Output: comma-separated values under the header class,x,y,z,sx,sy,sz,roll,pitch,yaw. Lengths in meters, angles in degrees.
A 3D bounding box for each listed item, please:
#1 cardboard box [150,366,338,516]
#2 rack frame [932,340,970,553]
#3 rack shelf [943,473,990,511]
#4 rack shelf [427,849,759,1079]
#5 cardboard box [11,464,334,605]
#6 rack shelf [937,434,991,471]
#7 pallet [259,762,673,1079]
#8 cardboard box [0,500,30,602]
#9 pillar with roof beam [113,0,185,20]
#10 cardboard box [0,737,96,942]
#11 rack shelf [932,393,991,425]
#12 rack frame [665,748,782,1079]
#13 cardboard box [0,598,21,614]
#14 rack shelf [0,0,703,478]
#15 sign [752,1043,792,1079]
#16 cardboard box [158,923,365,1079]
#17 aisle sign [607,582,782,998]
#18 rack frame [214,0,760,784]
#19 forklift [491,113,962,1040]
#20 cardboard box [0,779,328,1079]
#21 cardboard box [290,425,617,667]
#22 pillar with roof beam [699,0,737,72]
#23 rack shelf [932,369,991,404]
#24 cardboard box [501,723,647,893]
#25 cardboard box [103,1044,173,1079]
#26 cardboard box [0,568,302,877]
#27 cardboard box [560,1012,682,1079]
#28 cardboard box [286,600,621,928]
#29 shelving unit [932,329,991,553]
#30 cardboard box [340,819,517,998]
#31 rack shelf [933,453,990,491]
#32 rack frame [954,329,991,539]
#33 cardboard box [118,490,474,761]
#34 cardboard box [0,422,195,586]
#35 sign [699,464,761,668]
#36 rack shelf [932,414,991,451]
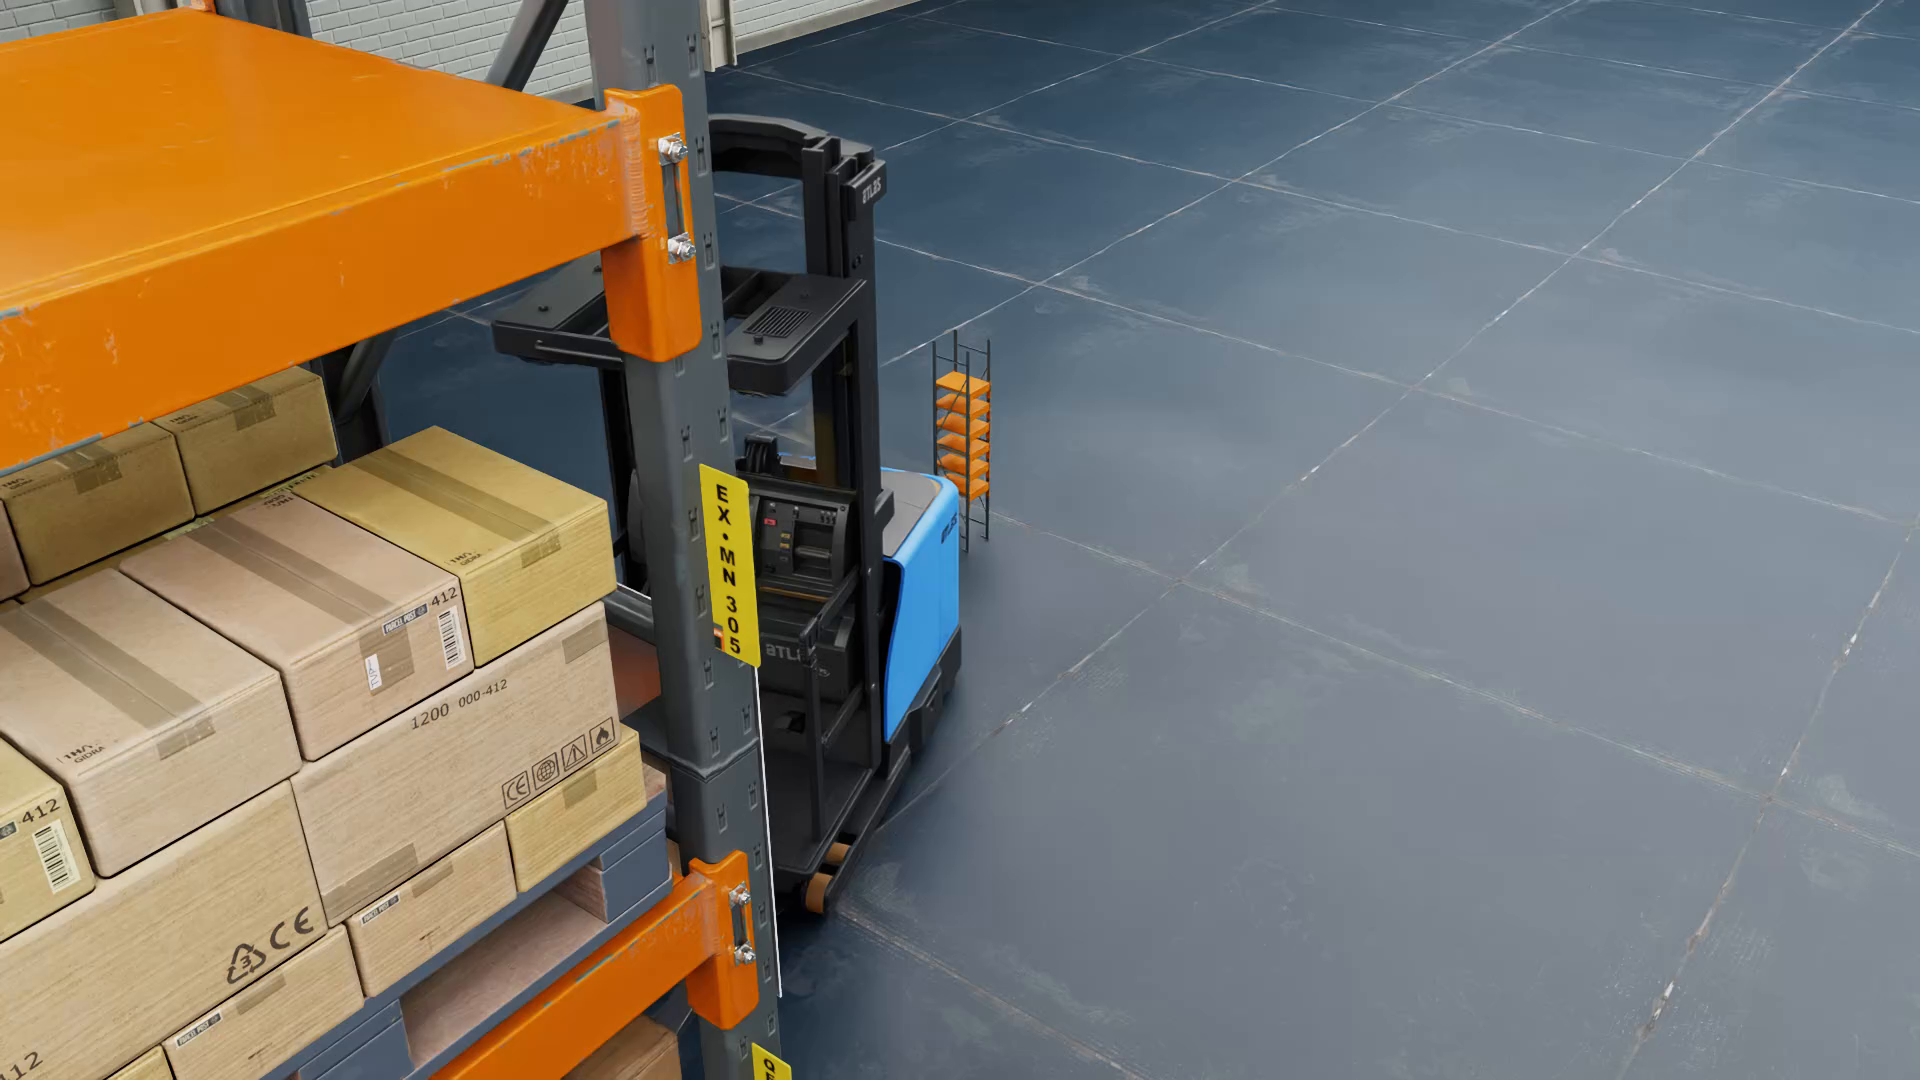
class,x,y,z,sx,sy,sz,roll,pitch,yaw
cardboard box,-1.227,-0.205,2.666,0.380,0.149,0.250,22,37,32
rack frame,-0.047,-0.485,8.891,0.240,1.200,0.006,21,37,31
rack shelf,0.009,-0.277,9.099,0.258,0.103,0.180,21,37,31
rack shelf,-1.979,1.338,1.813,1.077,0.370,4.000,21,37,31
cardboard box,-1.268,0.046,2.634,0.500,0.250,0.500,21,37,31
rack shelf,0.009,-0.484,8.977,0.258,0.103,0.180,21,37,31
pallet,-1.211,0.559,2.510,1.003,0.211,1.213,21,37,31
cardboard box,-1.533,0.001,2.319,0.380,0.149,0.250,21,36,31
pillar with roof beam,-2.824,-5.191,9.183,9.100,9.000,0.400,21,37,31
cardboard box,-1.166,0.310,1.798,0.380,0.149,0.250,22,37,32
rack shelf,0.009,-0.690,8.854,0.258,0.103,0.180,21,37,31
rack frame,-0.772,1.506,3.766,1.000,3.000,0.127,21,37,31
cardboard box,-1.573,0.253,2.285,0.500,0.250,0.500,21,36,31
rack shelf,-1.979,0.220,1.150,1.077,0.370,4.000,21,37,31
sign,-0.348,1.079,3.119,0.100,0.325,0.005,21,37,31
cardboard box,-1.010,0.546,2.180,0.380,0.149,0.250,22,37,32
aisle sign,-0.490,0.451,2.996,0.394,0.787,0.004,21,37,31
rack frame,-0.772,-1.075,2.237,1.000,3.000,0.127,21,37,31
forklift,-0.940,0.014,6.351,1.130,2.935,3.031,10,32,16
cardboard box,-1.147,0.417,2.008,0.500,0.250,0.500,21,37,31
cardboard box,-0.705,-0.001,2.322,0.380,0.149,0.250,22,37,32
pillar with roof beam,0.798,-7.630,13.298,9.100,9.000,0.400,21,37,31
rack shelf,0.009,-0.794,8.793,0.258,0.103,0.180,21,37,31
cardboard box,-0.702,0.340,2.529,0.380,0.149,0.250,21,37,31
cardboard box,-1.163,0.649,2.007,0.380,0.149,0.250,21,37,32
cardboard box,-1.011,0.204,1.976,0.380,0.149,0.250,22,37,32
cardboard box,-1.027,1.116,3.218,0.875,0.550,0.550,21,37,31
cardboard box,-0.845,0.214,2.351,0.500,0.250,0.500,22,37,32
shelving unit,0.009,-0.522,8.954,0.258,1.200,0.189,21,37,31
cardboard box,-0.855,0.442,2.357,0.380,0.149,0.250,21,37,32
rack shelf,0.009,-0.381,9.038,0.258,0.103,0.180,21,37,31
rack frame,0.064,-0.559,9.017,0.240,1.200,0.006,21,37,31
cardboard box,-0.857,0.100,2.152,0.380,0.149,0.250,21,37,32
cardboard box,-1.379,-0.104,2.495,0.380,0.149,0.250,21,37,32
sign,-0.348,0.042,2.505,0.100,0.325,0.005,21,37,31
rack shelf,0.009,-0.587,8.916,0.258,0.103,0.180,21,37,31
